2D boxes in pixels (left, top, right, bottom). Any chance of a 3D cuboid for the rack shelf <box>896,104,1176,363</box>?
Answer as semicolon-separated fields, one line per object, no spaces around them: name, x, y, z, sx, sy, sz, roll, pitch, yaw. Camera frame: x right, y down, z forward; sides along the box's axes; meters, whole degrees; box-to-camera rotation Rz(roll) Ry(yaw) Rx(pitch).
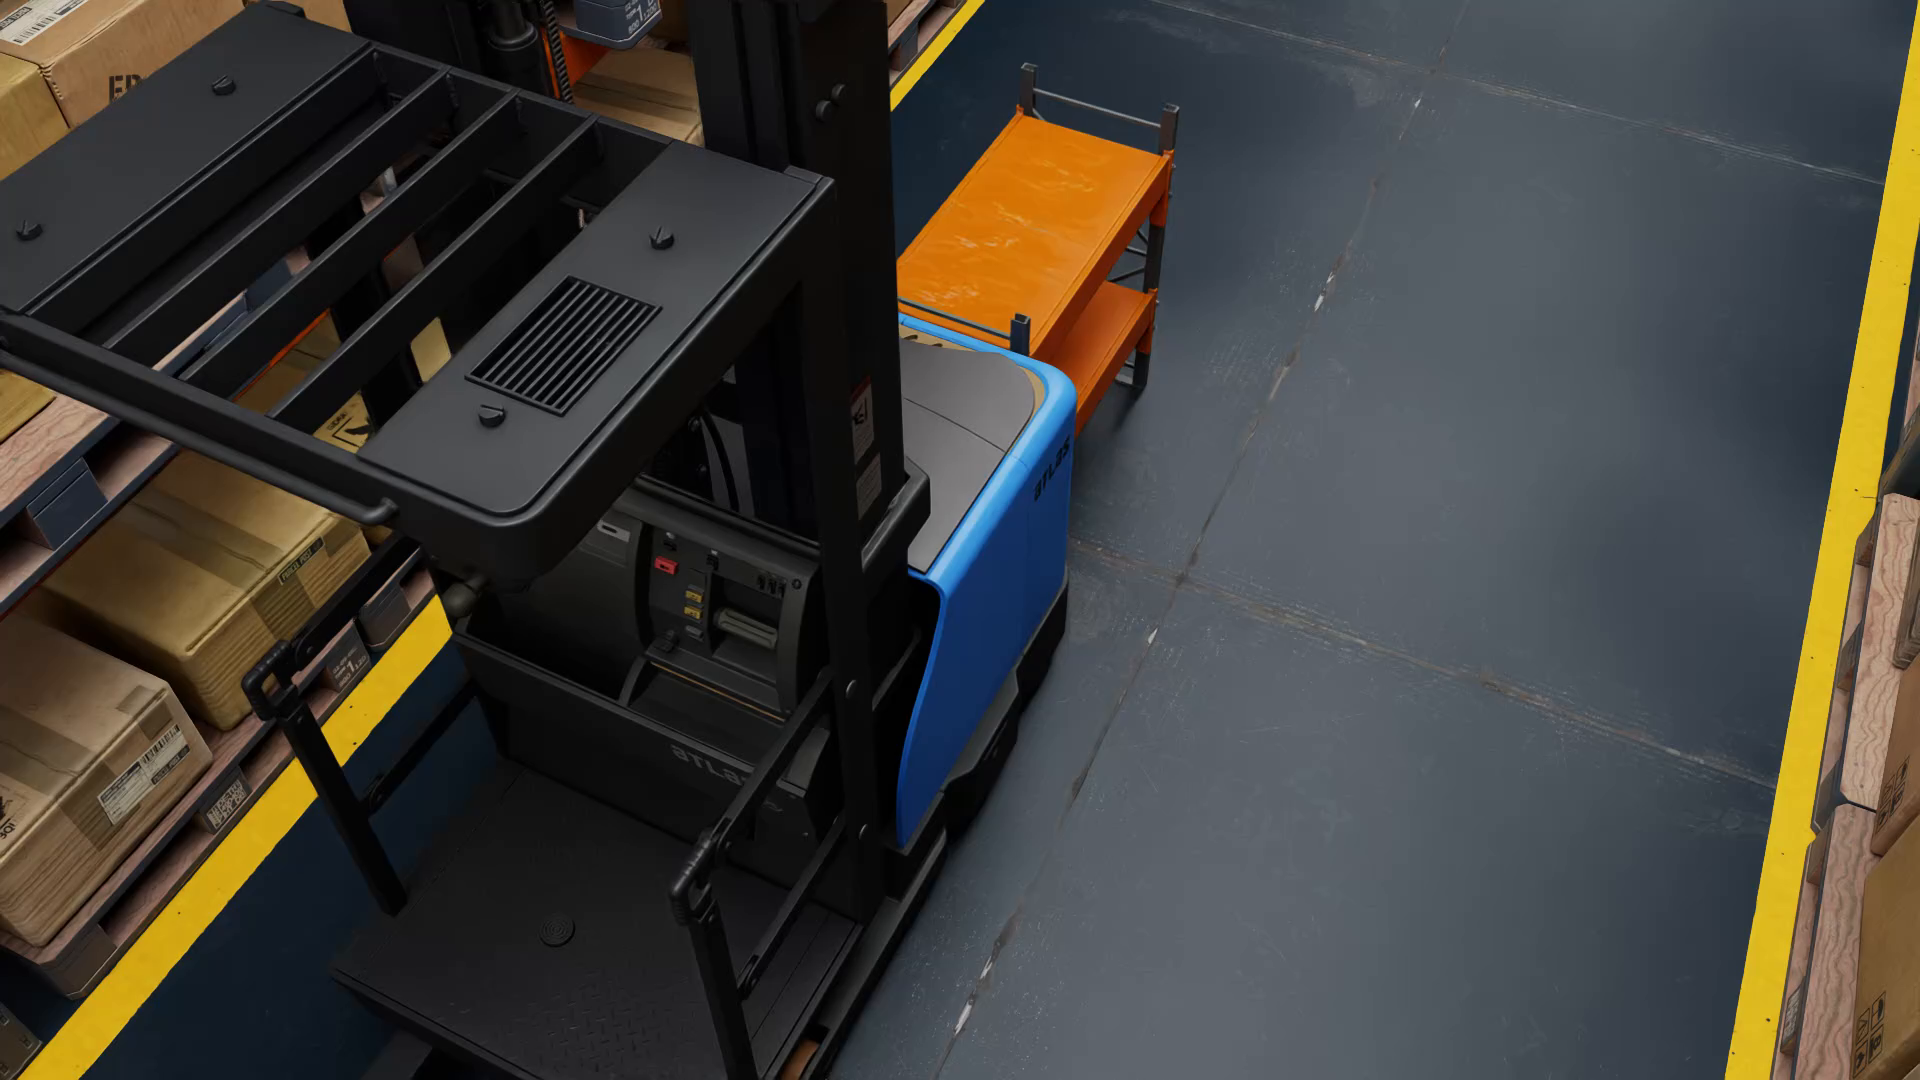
rack shelf;0.182;-0.817;4.823;0.538;0.278;1.000;21;53;17

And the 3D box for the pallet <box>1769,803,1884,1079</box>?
pallet;2.515;1.328;3.981;1.003;0.211;1.213;20;52;16

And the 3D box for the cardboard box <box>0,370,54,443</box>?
cardboard box;-2.137;-0.327;3.448;0.380;0.149;0.250;21;53;17

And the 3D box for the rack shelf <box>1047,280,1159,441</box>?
rack shelf;0.182;-0.469;5.232;0.538;0.278;1.000;21;53;17

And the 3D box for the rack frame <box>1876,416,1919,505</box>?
rack frame;3.424;-0.967;4.103;1.000;3.000;0.127;20;52;16

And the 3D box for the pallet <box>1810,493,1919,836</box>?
pallet;3.037;0.491;4.694;1.003;0.211;1.213;20;52;16

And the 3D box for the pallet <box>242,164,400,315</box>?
pallet;-1.874;-1.141;4.377;1.003;0.211;1.213;20;52;16

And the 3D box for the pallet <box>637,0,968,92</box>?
pallet;-0.660;-2.194;6.978;1.003;0.211;1.213;20;52;16

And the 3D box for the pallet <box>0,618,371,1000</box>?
pallet;-2.443;0.542;4.650;1.003;0.211;1.213;20;52;16

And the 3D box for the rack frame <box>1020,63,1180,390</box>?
rack frame;0.411;-0.973;5.339;0.500;1.125;0.032;21;53;17

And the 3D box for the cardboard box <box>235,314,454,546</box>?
cardboard box;-1.953;-0.447;5.110;0.950;0.372;0.625;21;53;17

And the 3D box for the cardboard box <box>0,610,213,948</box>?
cardboard box;-2.552;0.529;4.280;0.950;0.372;0.625;20;53;17

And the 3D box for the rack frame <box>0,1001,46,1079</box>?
rack frame;-2.774;0.175;3.132;1.000;3.000;0.127;20;52;16

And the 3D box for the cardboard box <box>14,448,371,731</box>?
cardboard box;-2.248;0.032;4.703;0.950;0.372;0.625;23;53;18

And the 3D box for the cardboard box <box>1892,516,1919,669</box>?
cardboard box;3.146;0.092;4.486;0.875;0.625;0.625;21;53;17

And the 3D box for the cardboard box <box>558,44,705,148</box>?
cardboard box;-1.315;-1.478;5.988;0.950;0.372;0.625;17;52;14

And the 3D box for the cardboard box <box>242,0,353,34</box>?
cardboard box;-1.668;-1.358;3.899;0.500;0.500;0.500;18;52;15

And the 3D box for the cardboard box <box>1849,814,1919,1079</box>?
cardboard box;2.586;1.008;3.706;0.875;0.625;0.625;18;52;15

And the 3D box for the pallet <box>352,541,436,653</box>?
pallet;-1.923;-0.301;5.368;1.003;0.211;1.213;20;52;16

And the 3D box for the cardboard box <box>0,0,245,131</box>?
cardboard box;-1.877;-1.000;3.595;0.500;0.500;0.500;20;52;16

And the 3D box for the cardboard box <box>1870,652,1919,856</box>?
cardboard box;2.874;0.544;4.101;0.875;0.625;0.625;21;53;17

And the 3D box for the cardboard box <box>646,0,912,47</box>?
cardboard box;-0.695;-2.476;6.506;0.875;0.875;0.875;19;52;16

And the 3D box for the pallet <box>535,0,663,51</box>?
pallet;-1.273;-1.992;5.101;1.213;0.211;1.003;20;52;16

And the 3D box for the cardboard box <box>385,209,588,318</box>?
cardboard box;-1.623;-0.967;5.553;0.950;0.372;0.625;19;52;15

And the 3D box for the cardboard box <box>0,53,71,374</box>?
cardboard box;-2.101;-0.665;3.309;0.500;0.500;0.500;20;52;16

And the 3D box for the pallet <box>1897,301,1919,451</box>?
pallet;3.778;-0.565;5.592;1.003;0.211;1.213;20;52;16

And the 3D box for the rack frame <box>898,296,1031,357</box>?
rack frame;-0.048;-0.282;4.752;0.500;1.125;0.032;21;53;17

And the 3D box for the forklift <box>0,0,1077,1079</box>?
forklift;-0.804;0.160;3.189;1.130;2.935;3.031;21;53;17

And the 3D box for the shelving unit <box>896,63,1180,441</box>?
shelving unit;0.182;-0.628;5.046;0.538;1.125;1.048;21;53;17

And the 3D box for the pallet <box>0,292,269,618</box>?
pallet;-2.316;-0.242;3.612;1.003;0.211;1.213;20;52;16
